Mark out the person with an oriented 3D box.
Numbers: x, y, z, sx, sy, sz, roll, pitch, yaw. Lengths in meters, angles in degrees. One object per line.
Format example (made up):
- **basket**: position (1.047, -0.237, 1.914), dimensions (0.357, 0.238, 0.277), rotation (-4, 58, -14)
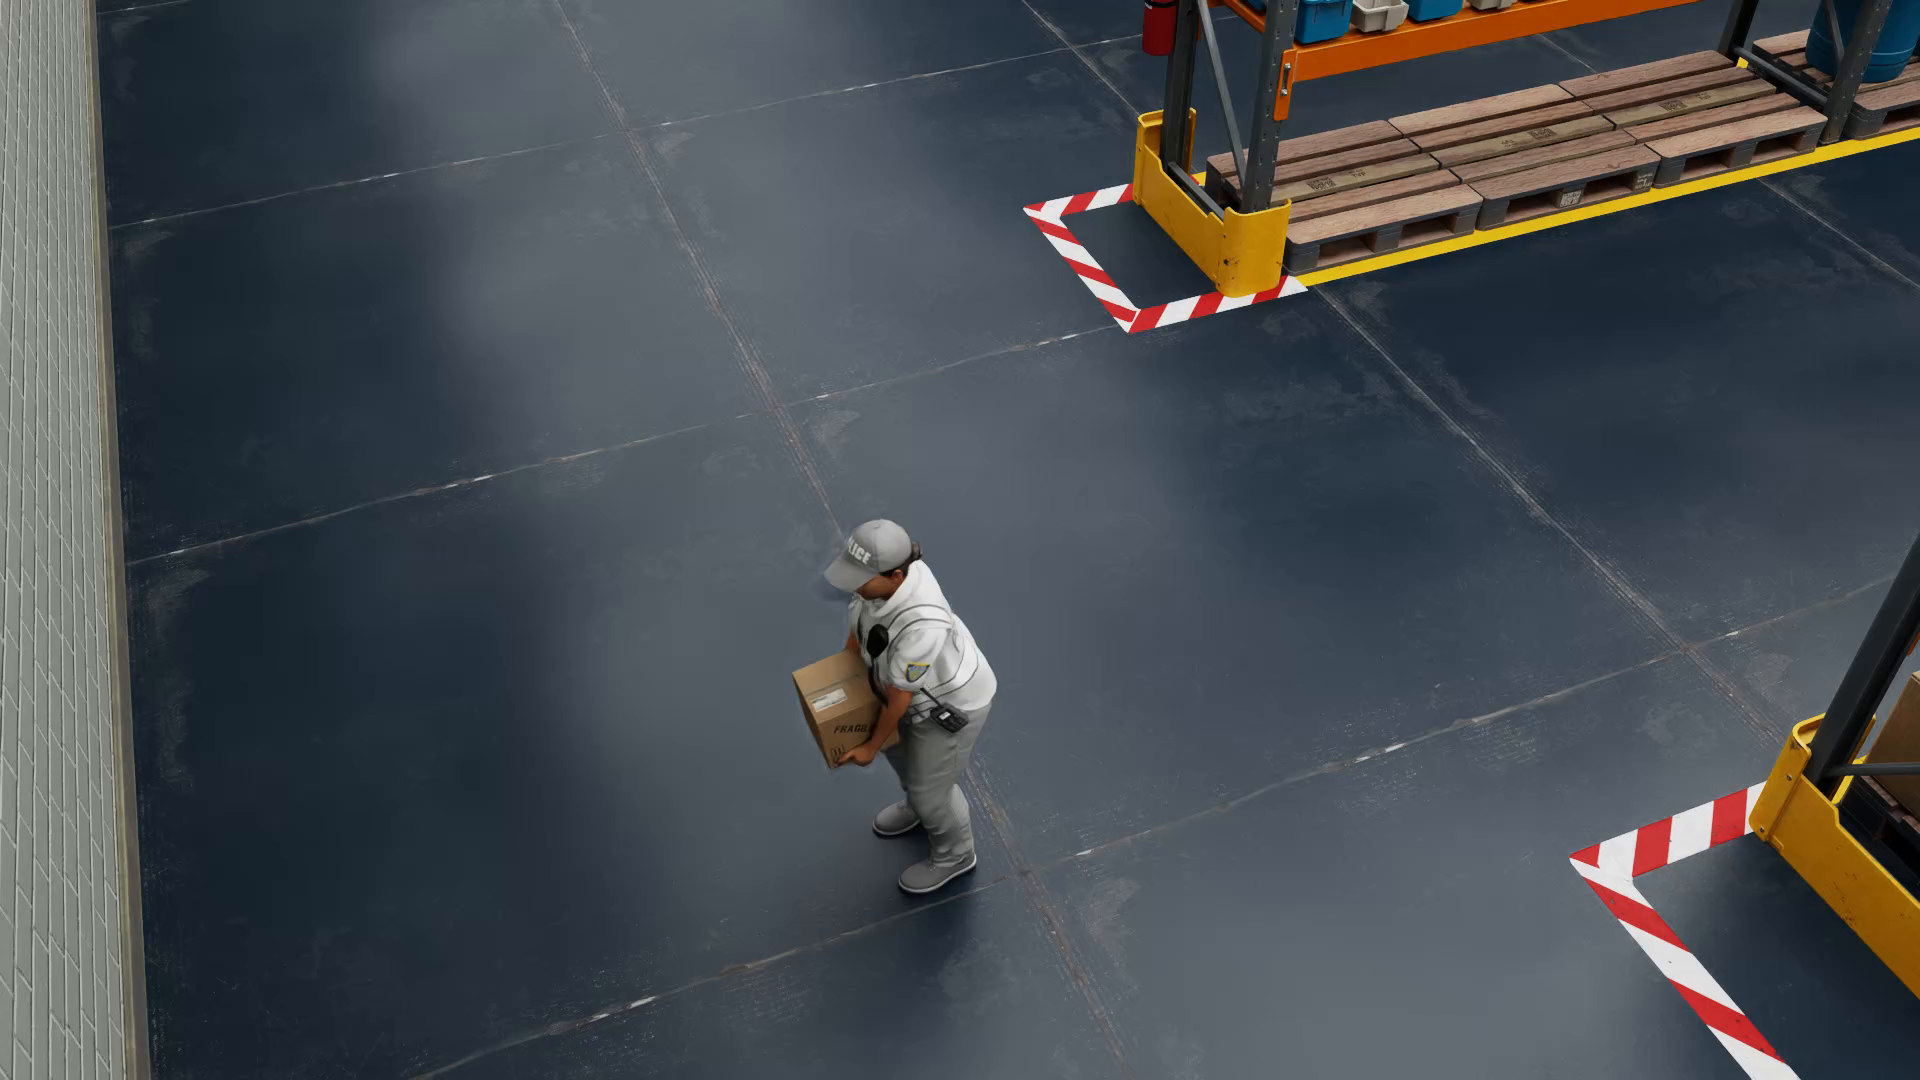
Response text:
- **person**: position (-0.180, 0.543, 5.582), dimensions (0.581, 1.639, 0.452), rotation (-16, 44, -17)
